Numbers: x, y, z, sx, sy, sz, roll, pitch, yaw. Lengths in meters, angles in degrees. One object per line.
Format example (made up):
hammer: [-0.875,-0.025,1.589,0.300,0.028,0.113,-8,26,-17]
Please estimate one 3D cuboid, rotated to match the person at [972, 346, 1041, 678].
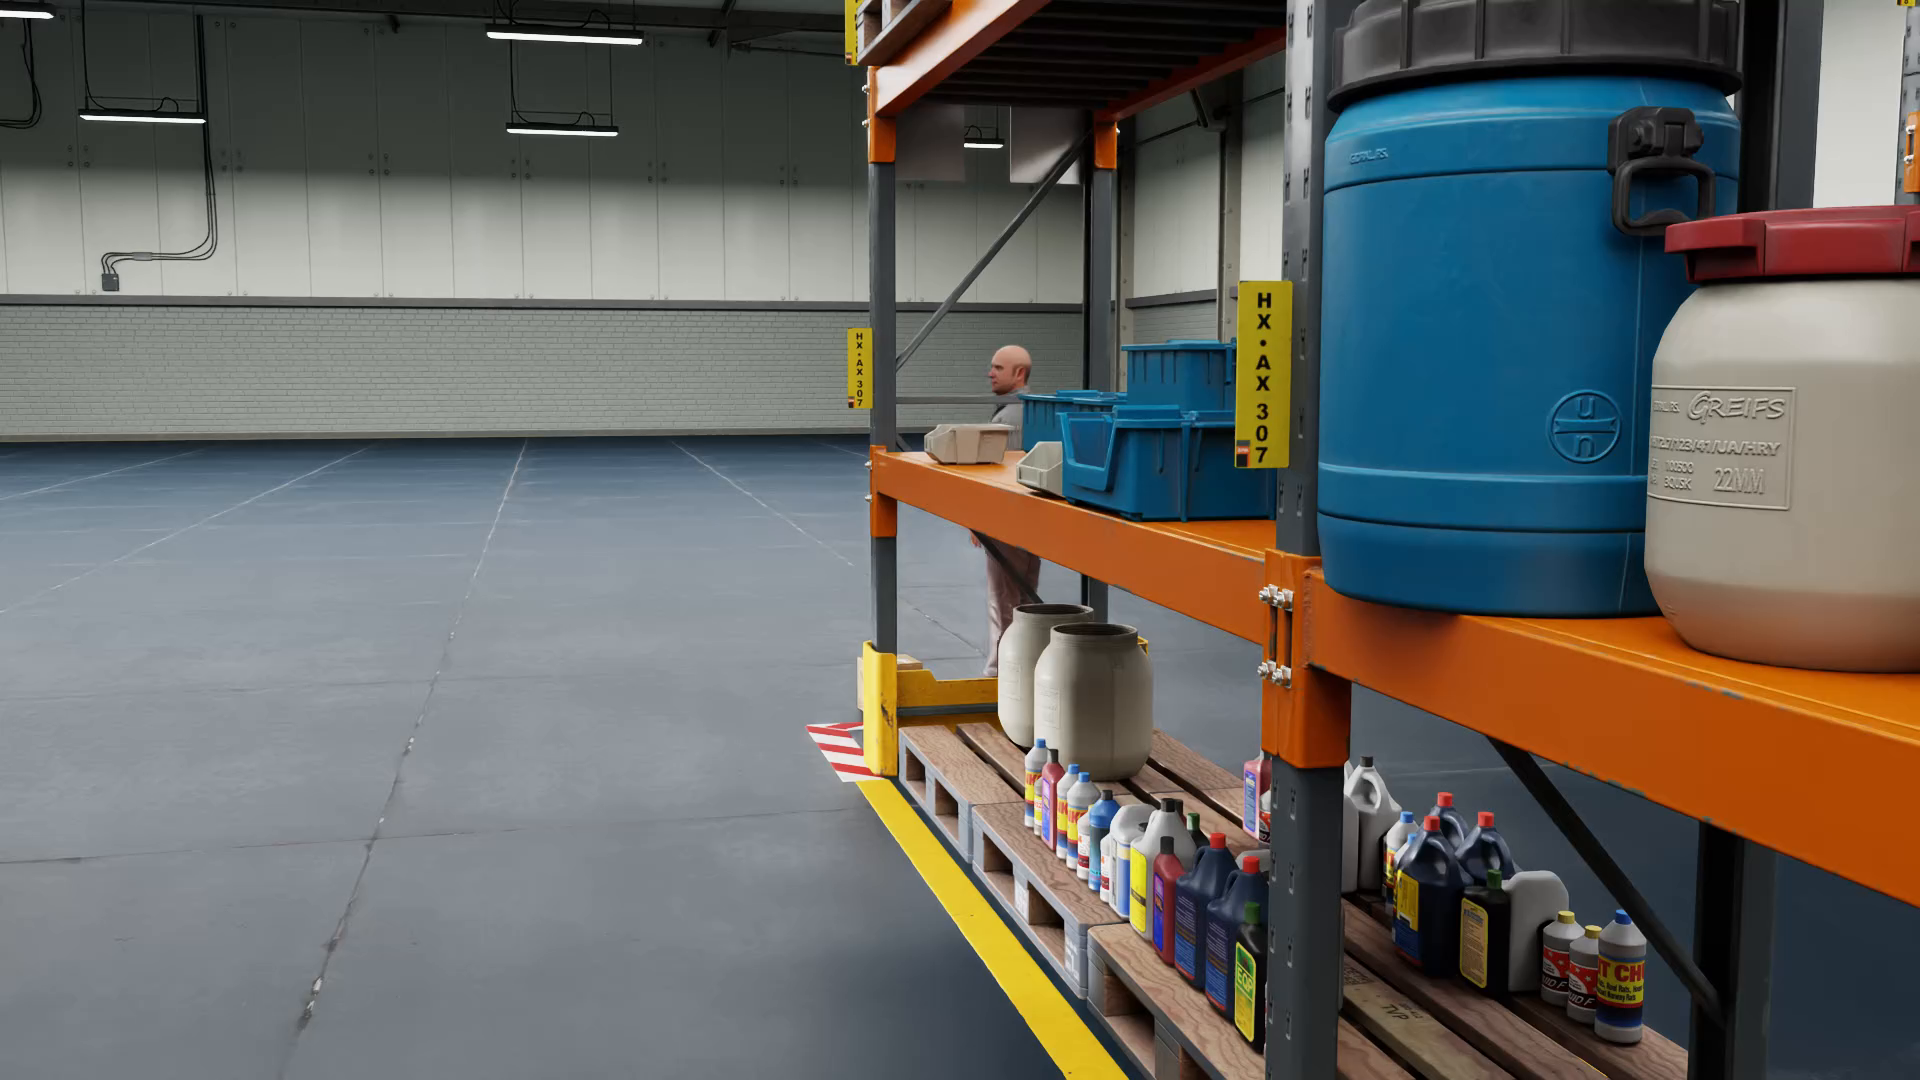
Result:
person: [0.243,-0.080,8.213,0.428,1.748,0.557,1,6,12]
